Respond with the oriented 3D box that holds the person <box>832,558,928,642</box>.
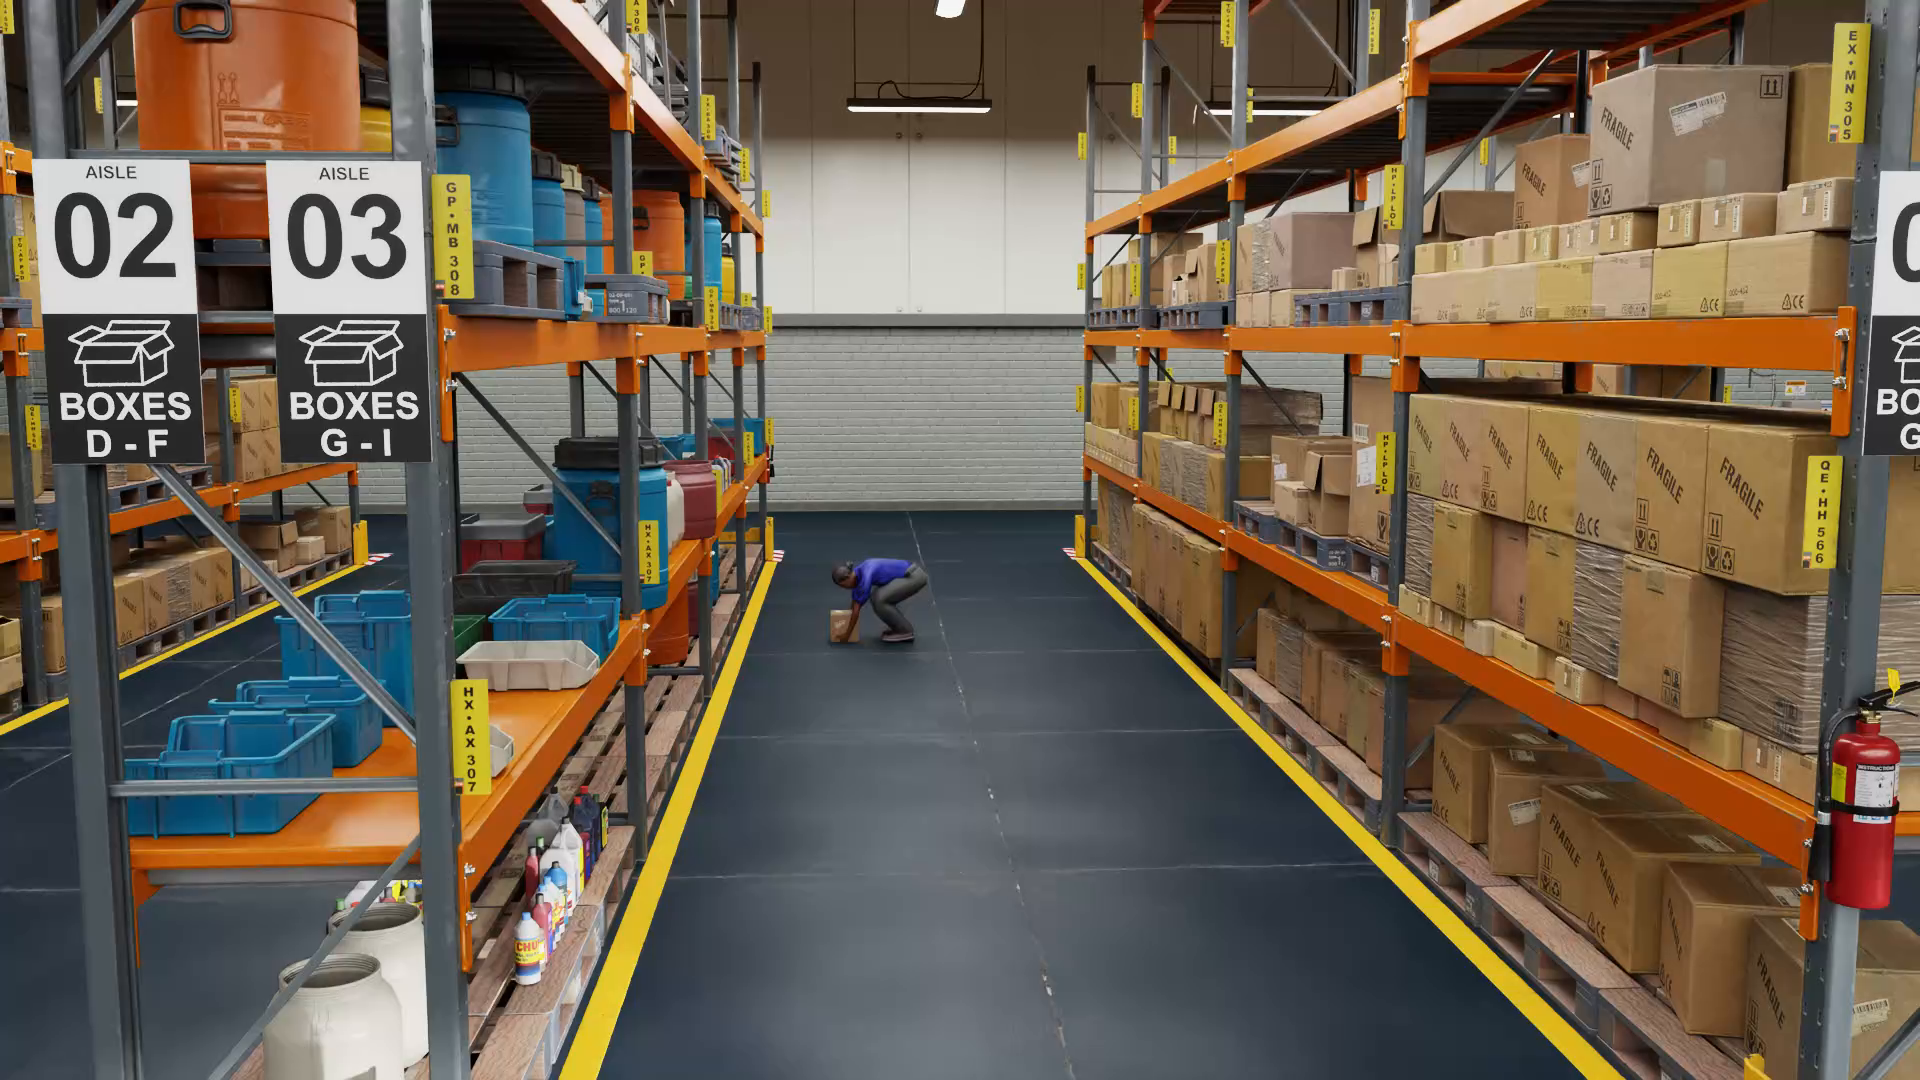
[{"bbox_3d":[-0.727,0.549,15.134,0.873,0.771,0.466,-1,7,-6],"label":"person"}]
